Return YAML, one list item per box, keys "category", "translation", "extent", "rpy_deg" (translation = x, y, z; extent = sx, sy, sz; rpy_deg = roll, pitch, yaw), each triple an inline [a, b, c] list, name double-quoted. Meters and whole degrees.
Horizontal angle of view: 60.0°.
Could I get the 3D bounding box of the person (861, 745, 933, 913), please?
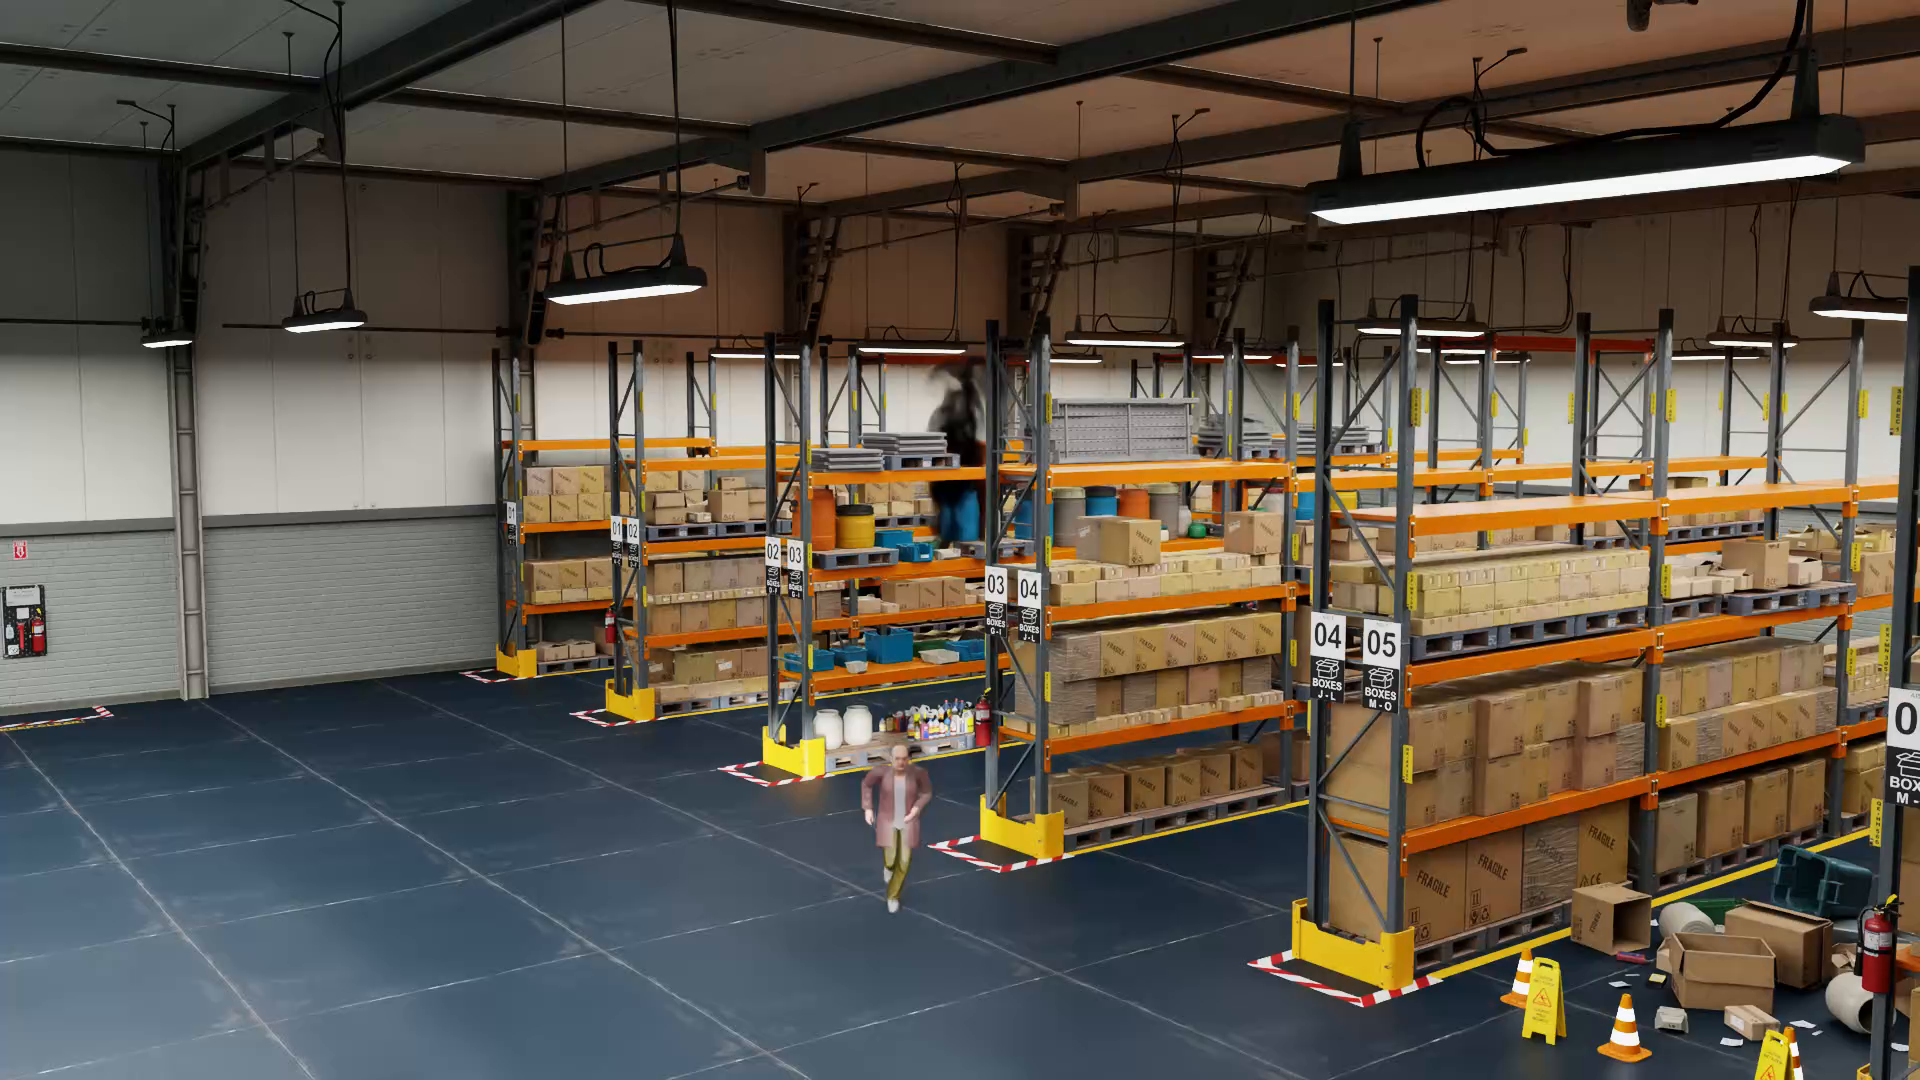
- category: "person"
  translation: [-0.634, 2.866, 16.707]
  extent: [0.699, 1.708, 0.790]
  rpy_deg: [-1, 5, -11]
